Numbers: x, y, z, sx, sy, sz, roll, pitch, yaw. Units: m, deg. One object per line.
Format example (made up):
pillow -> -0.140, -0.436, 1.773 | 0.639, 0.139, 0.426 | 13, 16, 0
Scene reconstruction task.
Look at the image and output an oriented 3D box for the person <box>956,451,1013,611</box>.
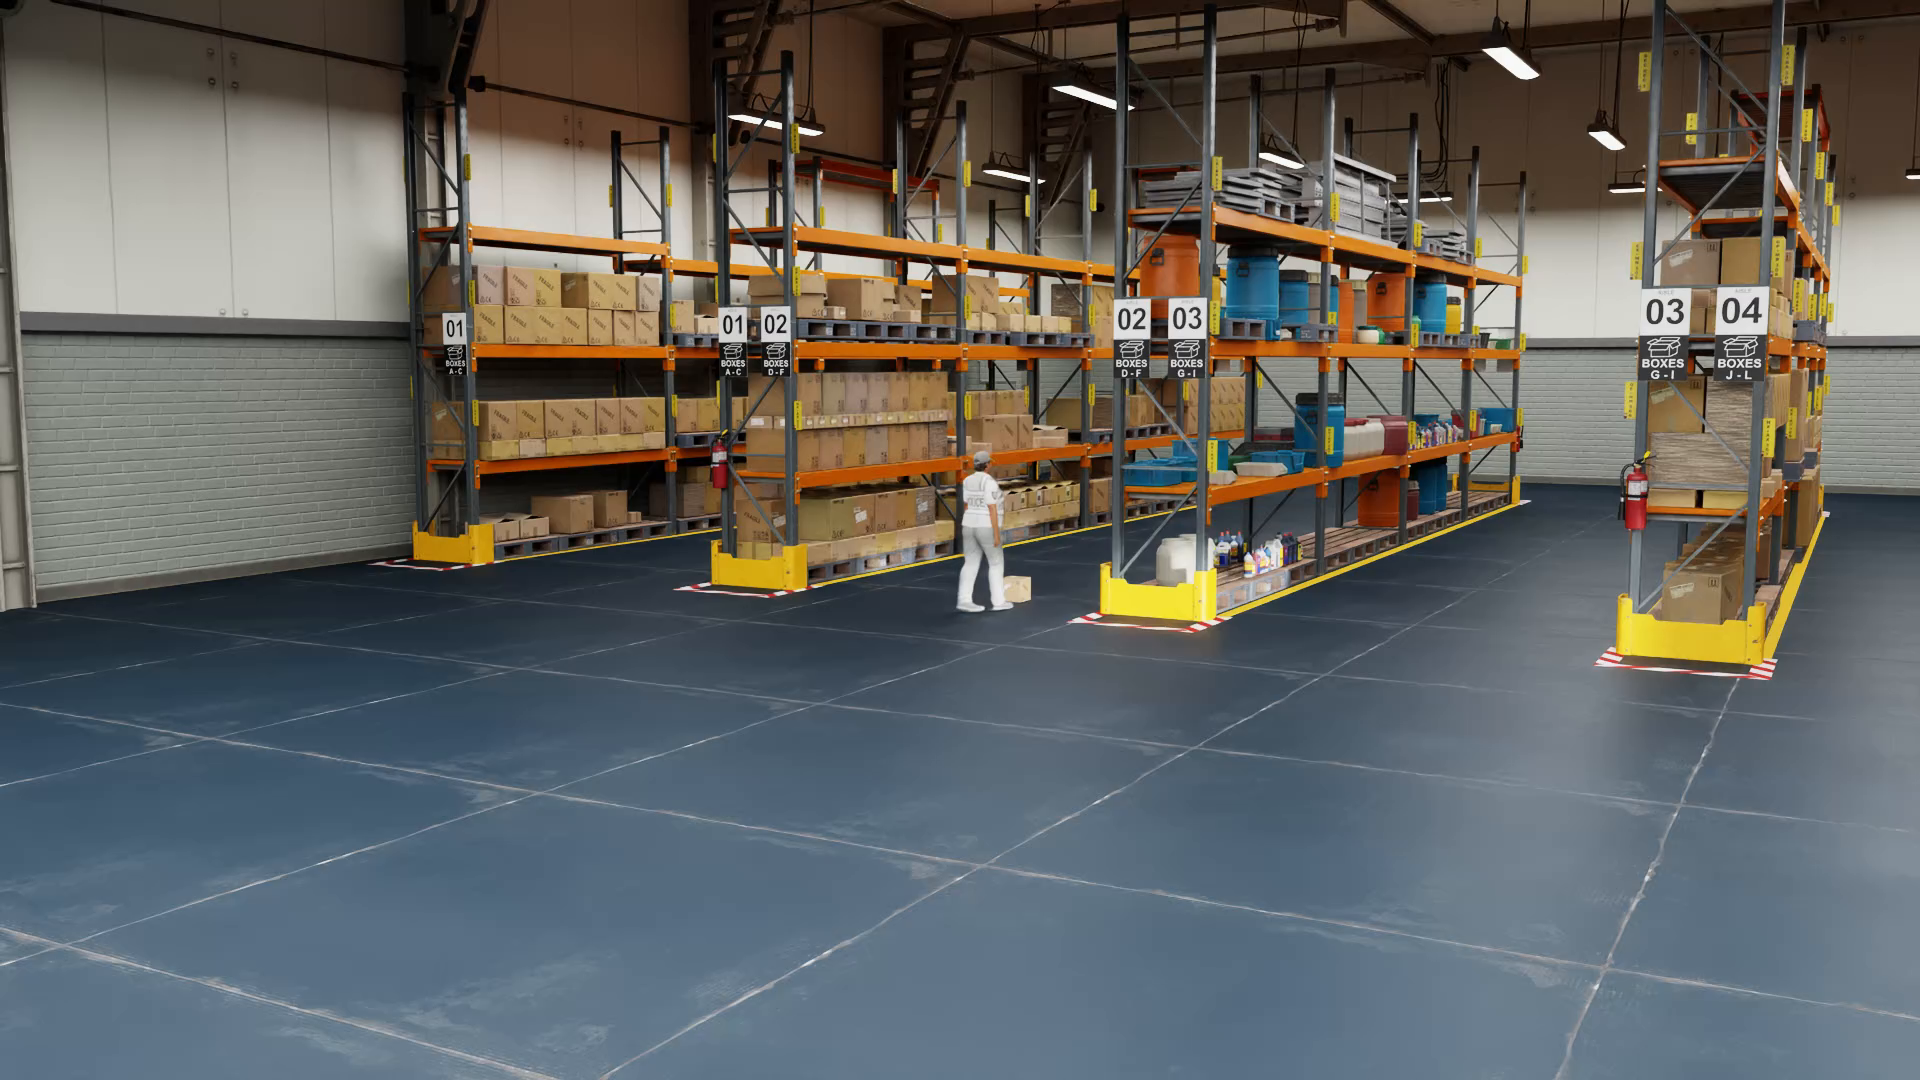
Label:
person -> 0.277, -0.098, 17.240 | 0.594, 1.659, 0.484 | -5, 8, -41
